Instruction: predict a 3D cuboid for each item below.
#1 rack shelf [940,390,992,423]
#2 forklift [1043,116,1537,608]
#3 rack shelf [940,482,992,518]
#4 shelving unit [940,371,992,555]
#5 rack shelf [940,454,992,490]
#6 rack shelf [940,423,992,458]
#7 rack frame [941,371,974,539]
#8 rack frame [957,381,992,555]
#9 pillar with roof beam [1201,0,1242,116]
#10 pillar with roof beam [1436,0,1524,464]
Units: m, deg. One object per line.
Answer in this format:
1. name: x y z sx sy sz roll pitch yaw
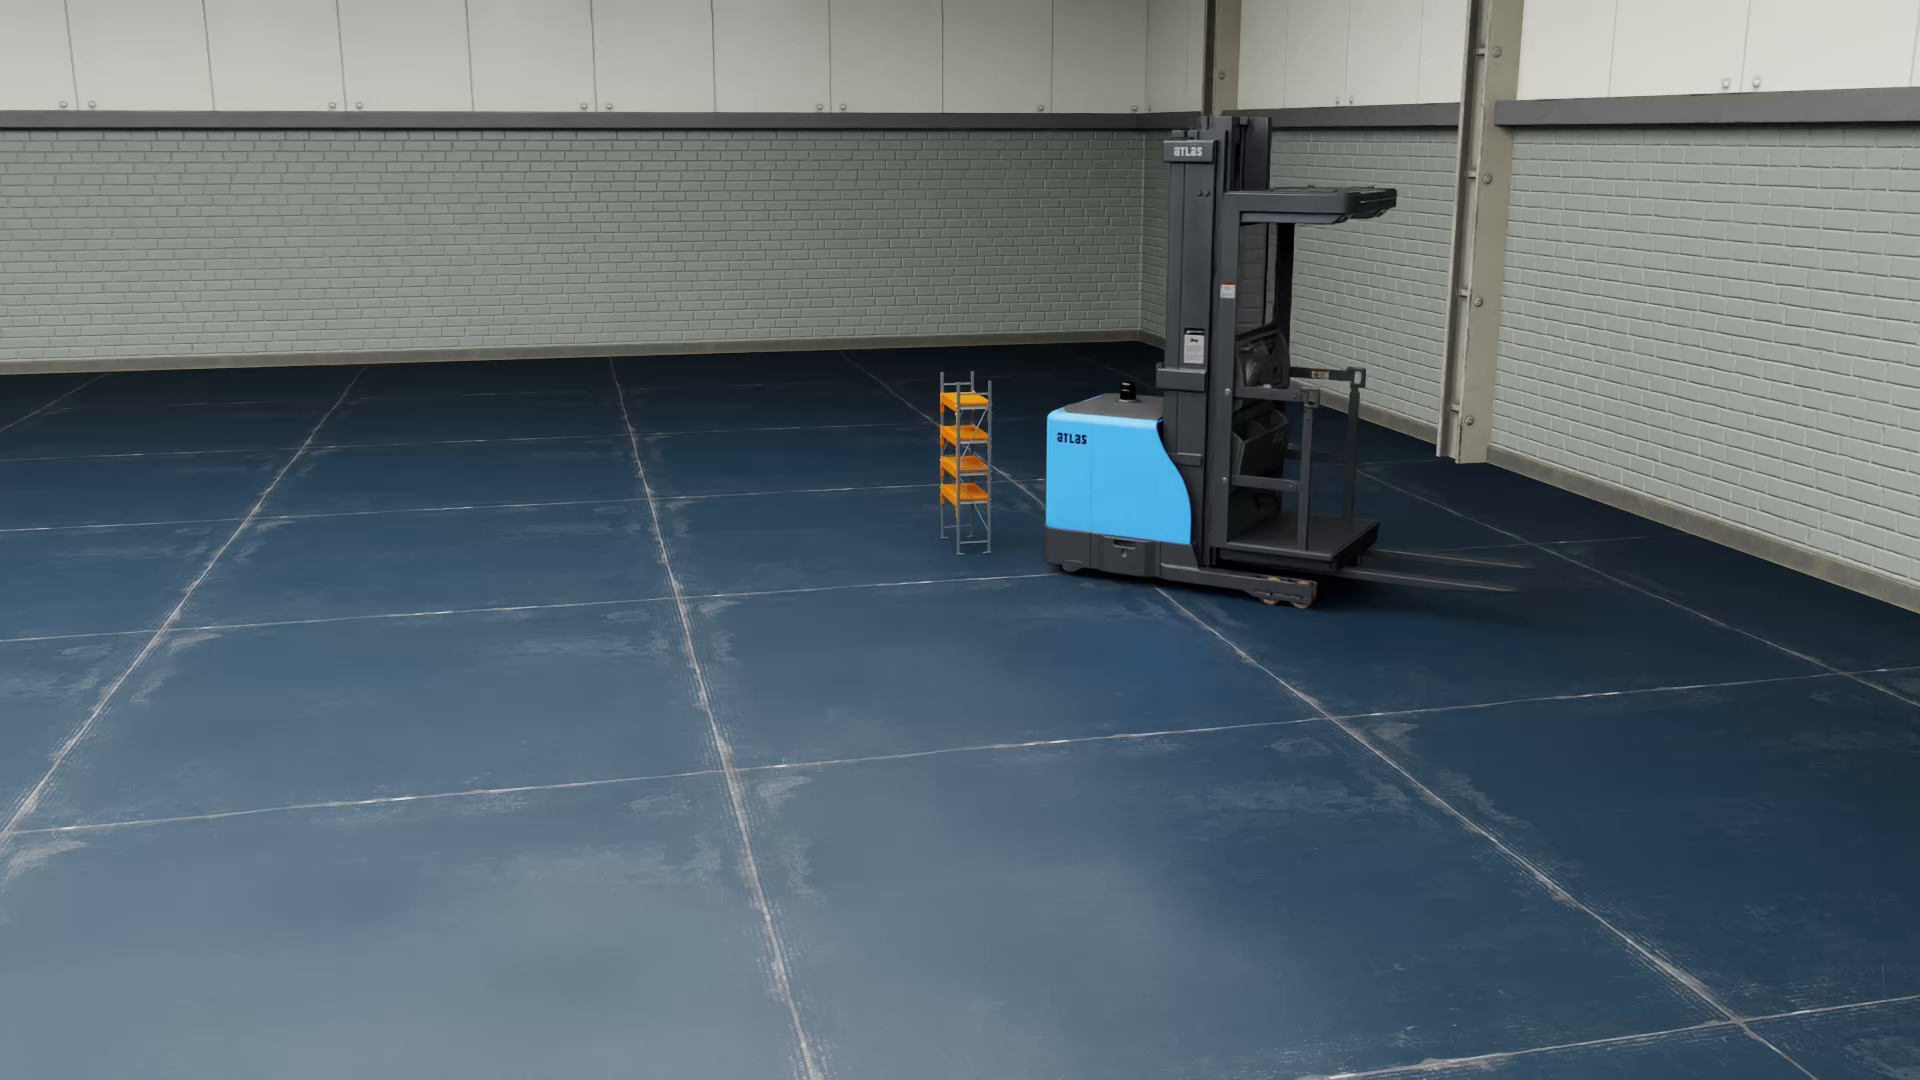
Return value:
1. rack shelf: 0.039 -0.926 11.535 0.258 0.148 0.480 -3 14 -13
2. forklift: 2.096 -1.148 10.449 3.031 2.935 1.130 7 16 28
3. rack shelf: 0.039 -0.286 11.691 0.258 0.148 0.480 -3 14 -13
4. shelving unit: 0.039 -0.545 11.628 0.258 1.200 0.503 -3 14 -13
5. rack shelf: 0.039 -0.479 11.644 0.258 0.148 0.480 -3 14 -13
6. rack shelf: 0.039 -0.697 11.591 0.258 0.148 0.480 -3 14 -13
7. rack frame: -0.018 -0.601 11.859 0.240 1.200 0.015 -3 14 -13
8. rack frame: 0.096 -0.488 11.398 0.240 1.200 0.015 -3 14 -13
9. pillar with roof beam: -1.089 -6.245 18.527 9.100 9.000 0.400 -3 14 -13
10. pillar with roof beam: 0.320 -4.861 12.861 9.100 9.000 0.400 -3 14 -13
